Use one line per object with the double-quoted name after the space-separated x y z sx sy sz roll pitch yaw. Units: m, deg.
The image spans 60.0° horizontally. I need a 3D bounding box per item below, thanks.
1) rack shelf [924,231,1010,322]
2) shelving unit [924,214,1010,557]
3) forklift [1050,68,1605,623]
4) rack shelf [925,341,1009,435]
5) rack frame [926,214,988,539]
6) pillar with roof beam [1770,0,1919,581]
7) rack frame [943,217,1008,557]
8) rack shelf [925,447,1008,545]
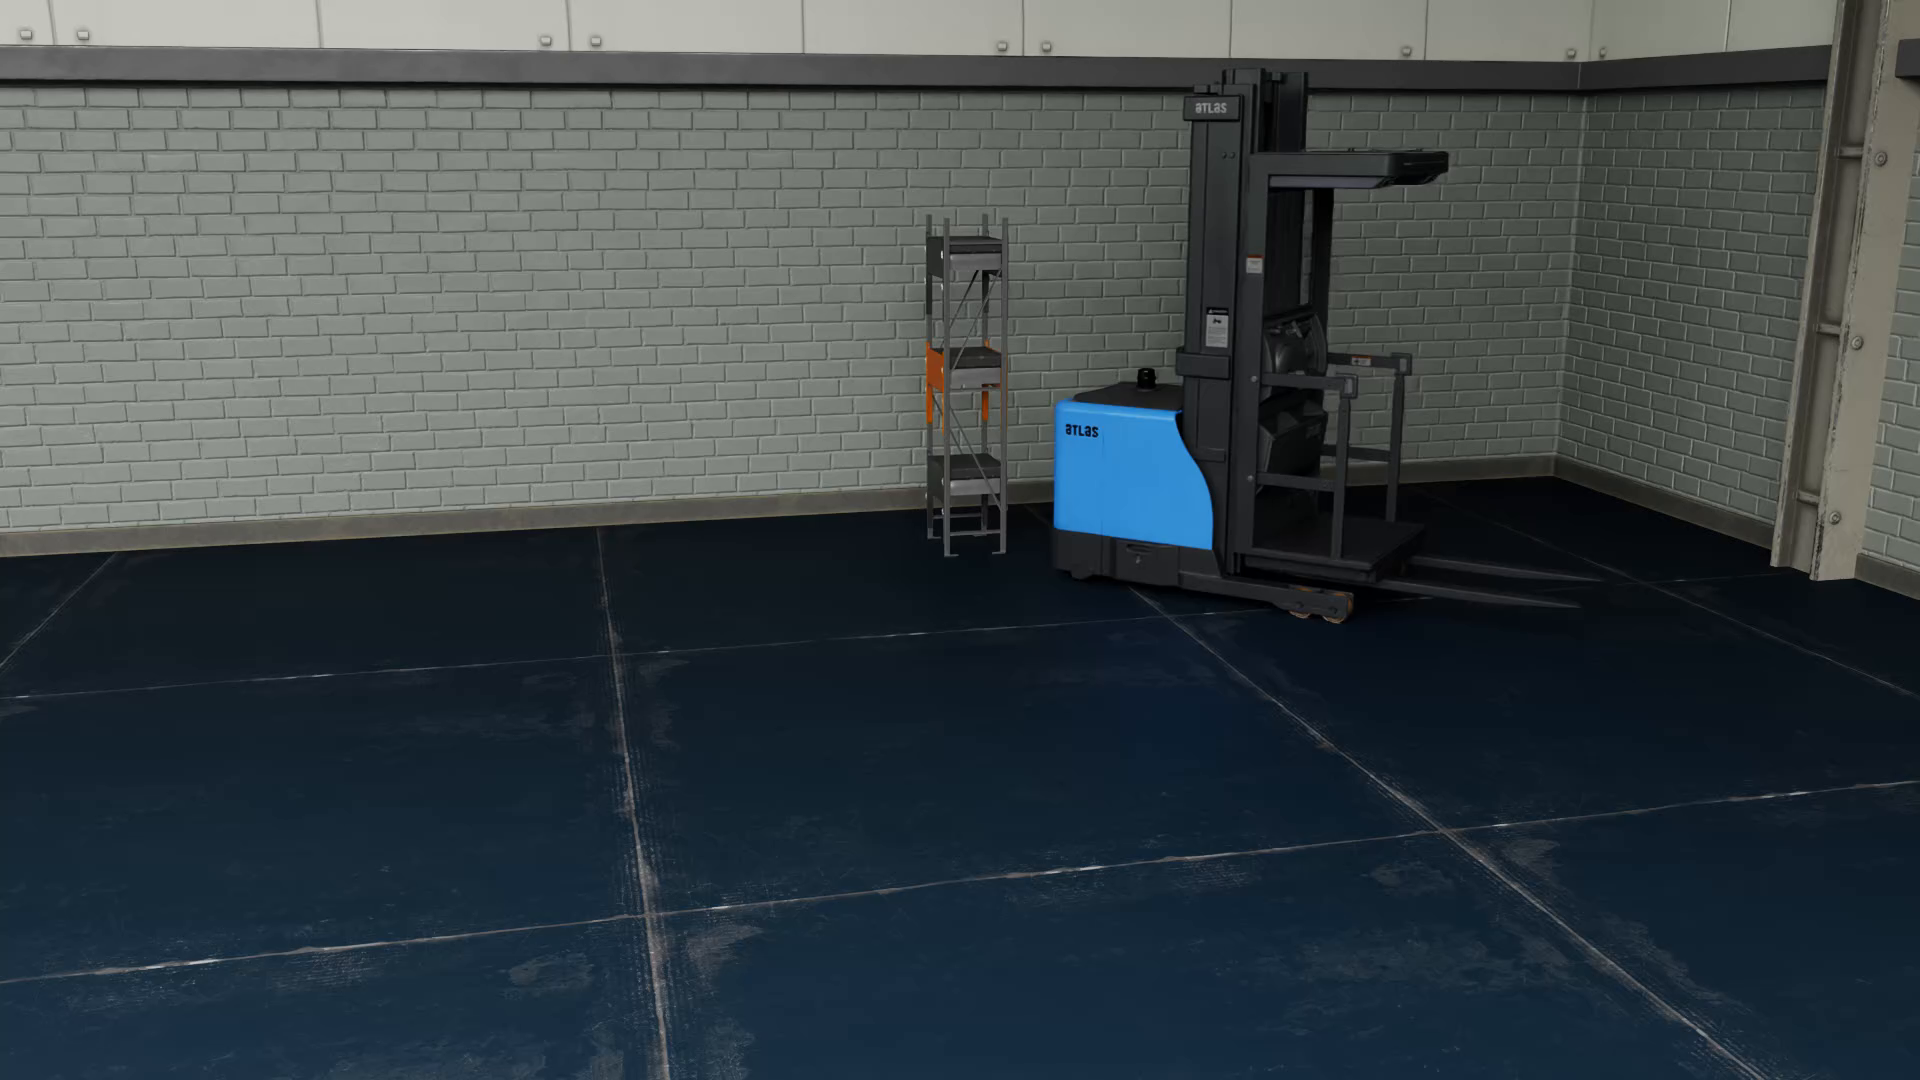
0.039 -1.649 10.359 0.431 0.518 0.480 -3 14 -13 "rack shelf"
0.039 -0.982 10.522 0.431 2.100 0.503 -3 14 -13 "shelving unit"
2.071 -1.114 9.310 3.031 2.935 1.130 8 16 30 "forklift"
0.039 -0.969 10.525 0.431 0.518 0.480 -3 14 -13 "rack shelf"
-0.018 -1.038 10.752 0.400 2.100 0.015 -3 14 -13 "rack frame"
1.025 -3.942 8.101 9.100 9.000 0.400 -3 14 -13 "pillar with roof beam"
0.096 -0.926 10.291 0.400 2.100 0.015 -3 14 -13 "rack frame"
0.039 -0.289 10.691 0.431 0.518 0.480 -3 14 -13 "rack shelf"
